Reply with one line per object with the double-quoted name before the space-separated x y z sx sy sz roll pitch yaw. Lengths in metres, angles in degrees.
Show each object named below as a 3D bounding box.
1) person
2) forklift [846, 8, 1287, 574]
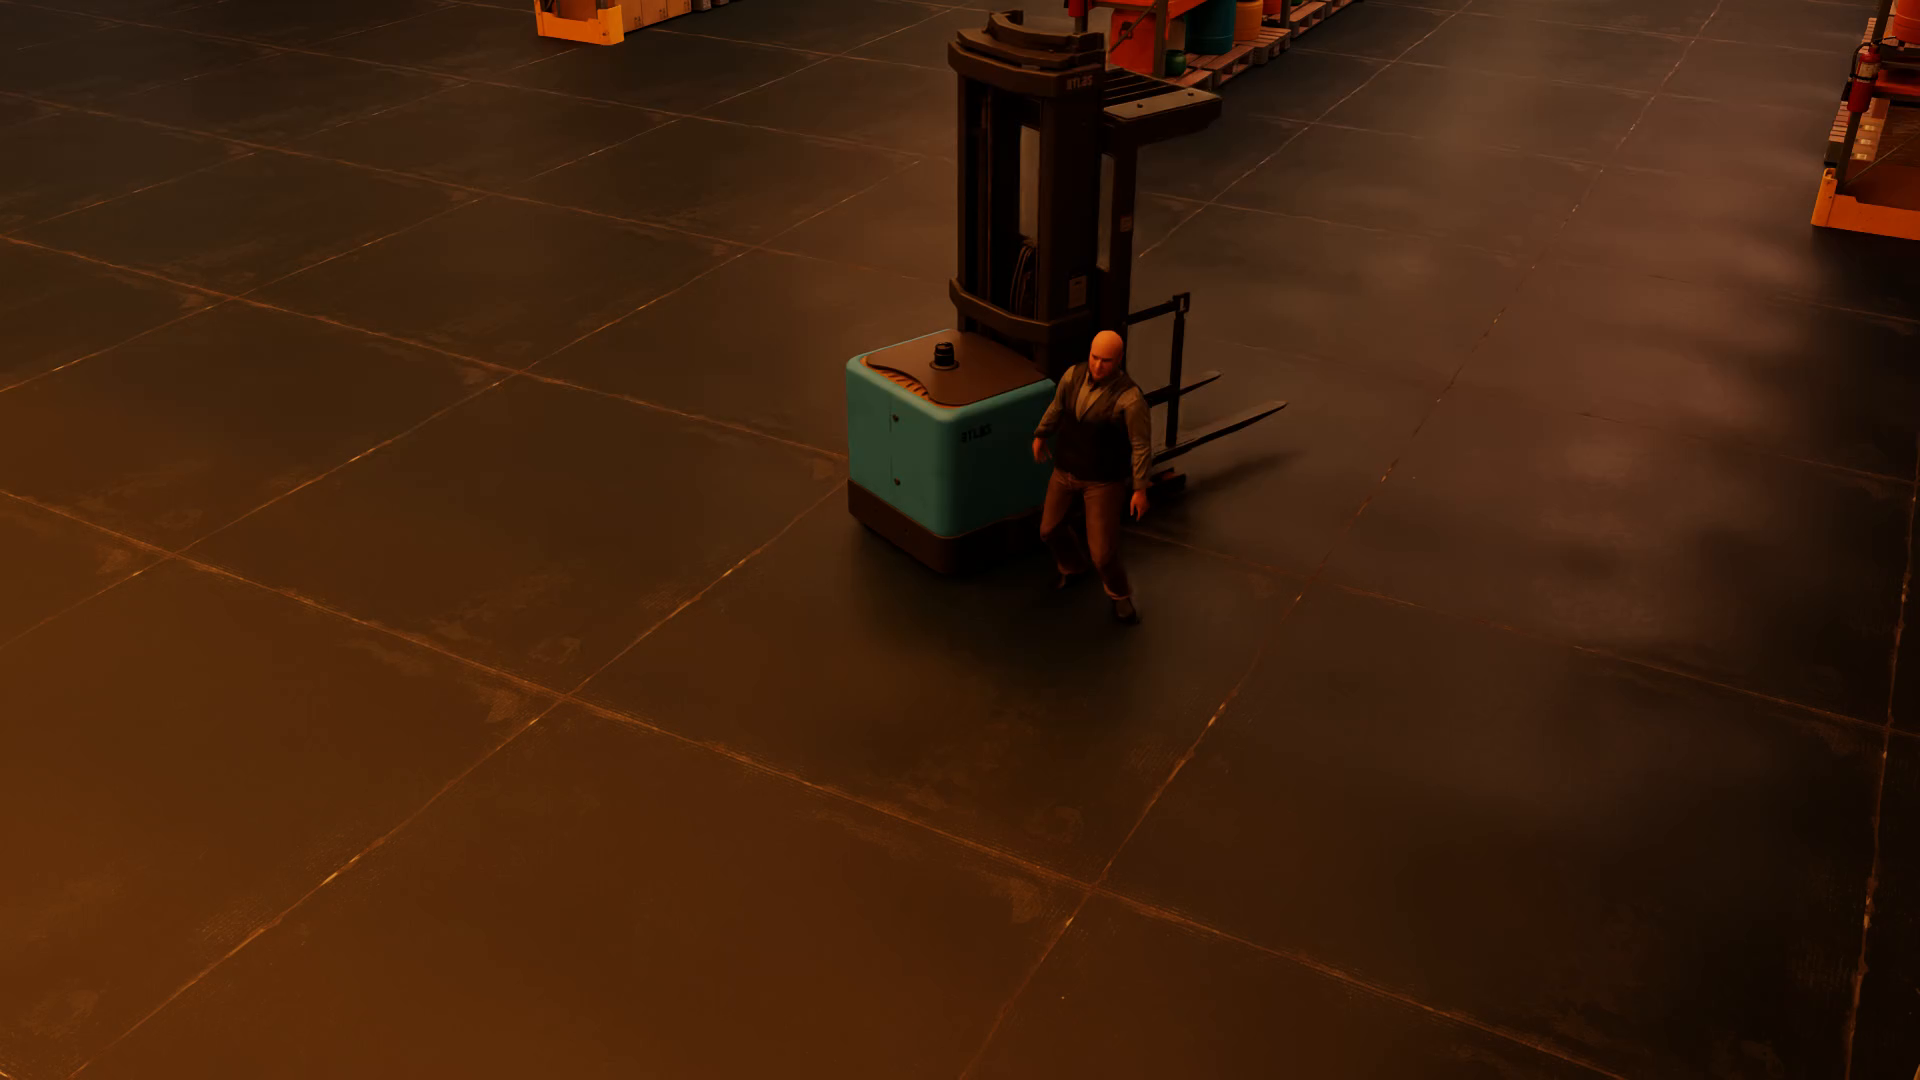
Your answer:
"person" 0.688 -0.374 9.039 0.394 1.702 0.815 -26 39 -37
"forklift" 0.793 -1.659 9.945 3.031 2.935 1.130 -21 36 -32
